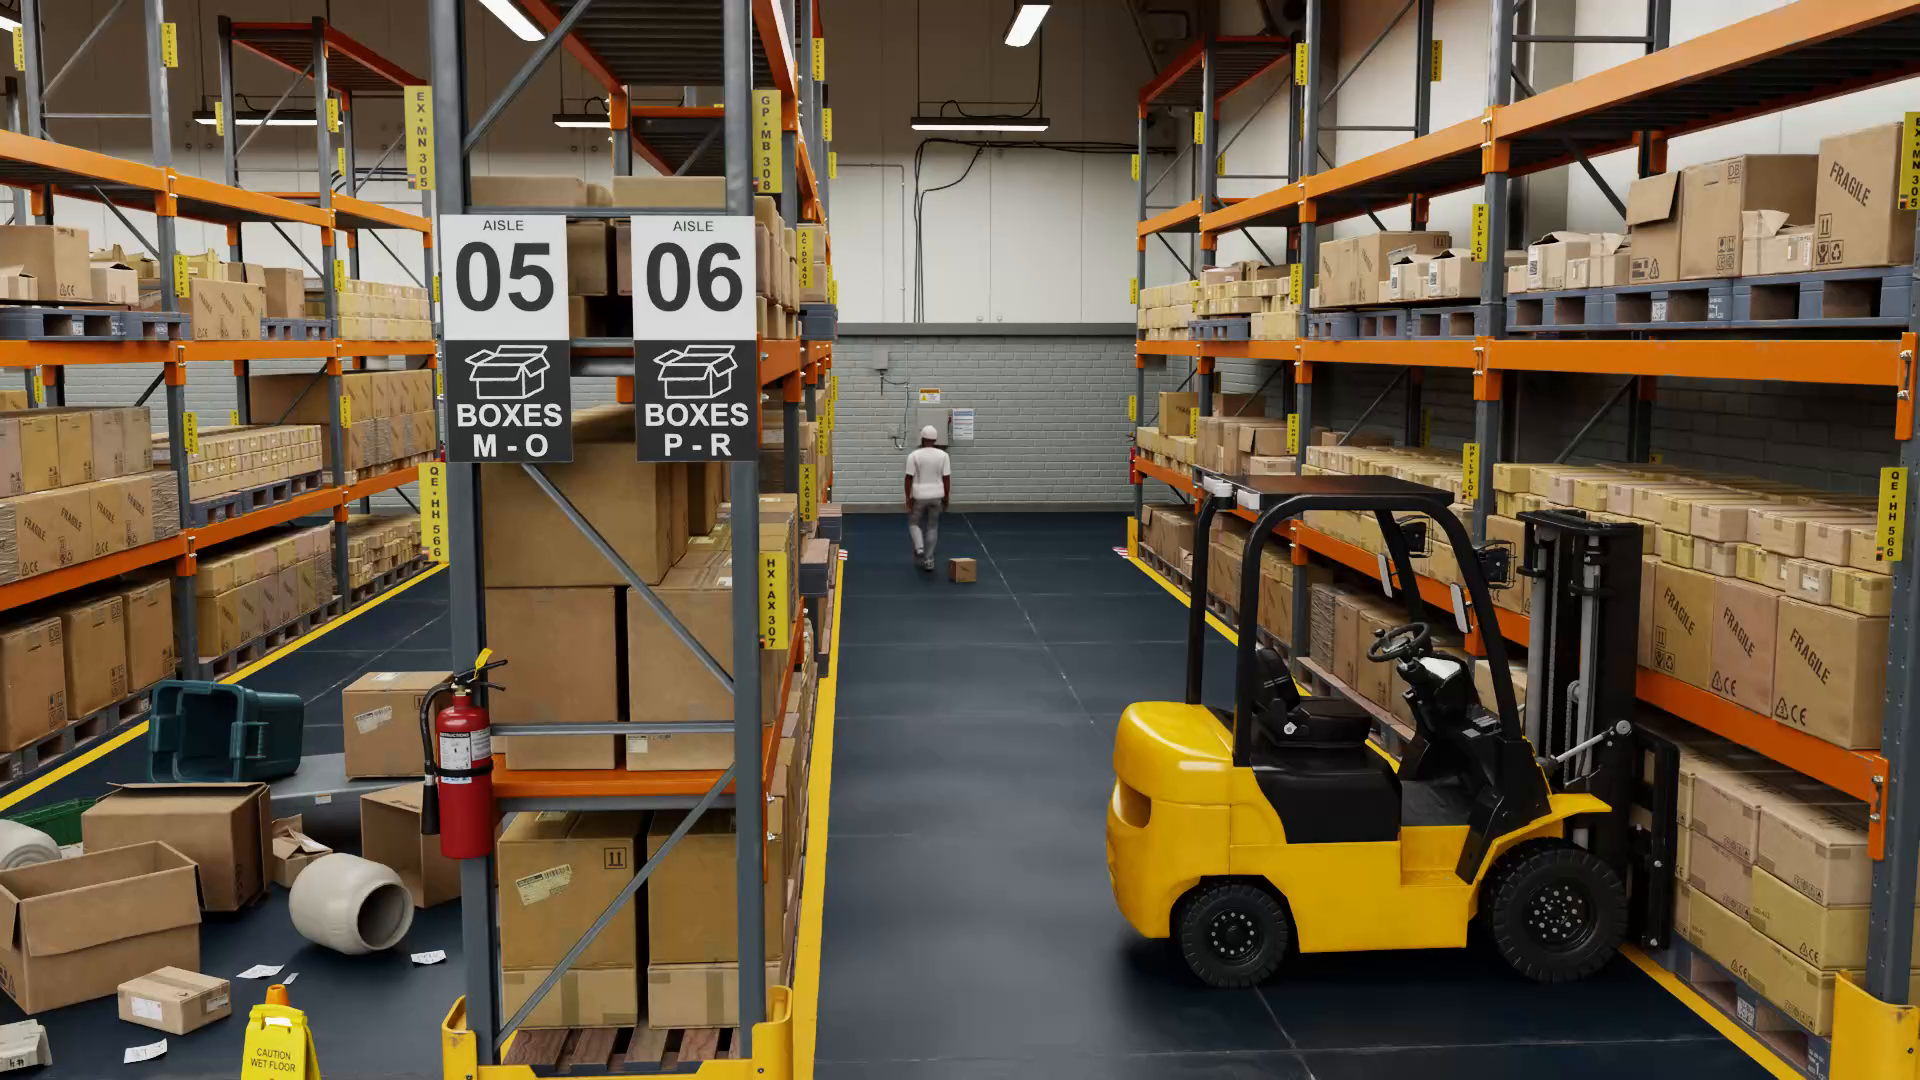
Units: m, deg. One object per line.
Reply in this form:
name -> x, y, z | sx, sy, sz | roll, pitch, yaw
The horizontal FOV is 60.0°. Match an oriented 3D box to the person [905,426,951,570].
person -> -0.401, -0.516, 20.276 | 0.564, 1.756, 0.493 | -1, 7, -10
